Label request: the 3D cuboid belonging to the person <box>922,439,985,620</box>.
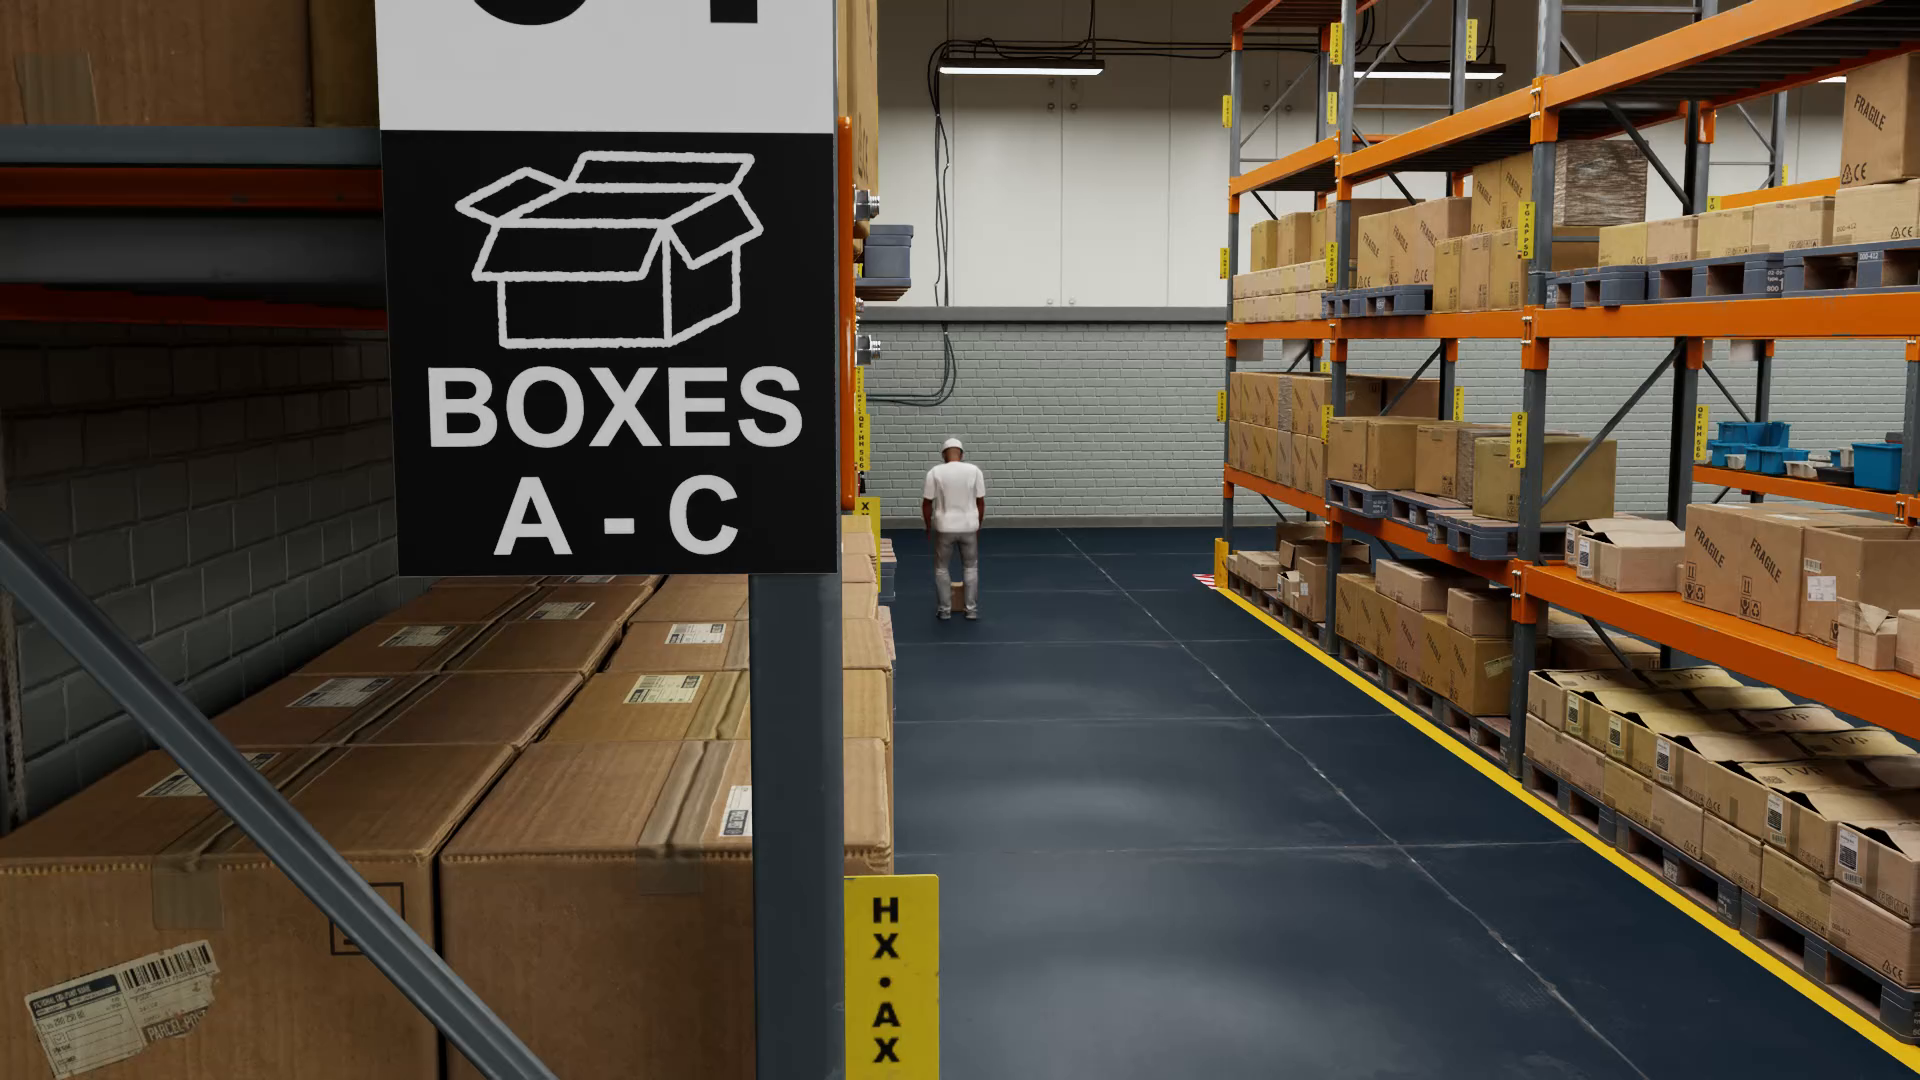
[{"bbox_3d":[-0.062,-0.105,15.785,0.595,1.708,0.471,0,7,-4],"label":"person"}]
